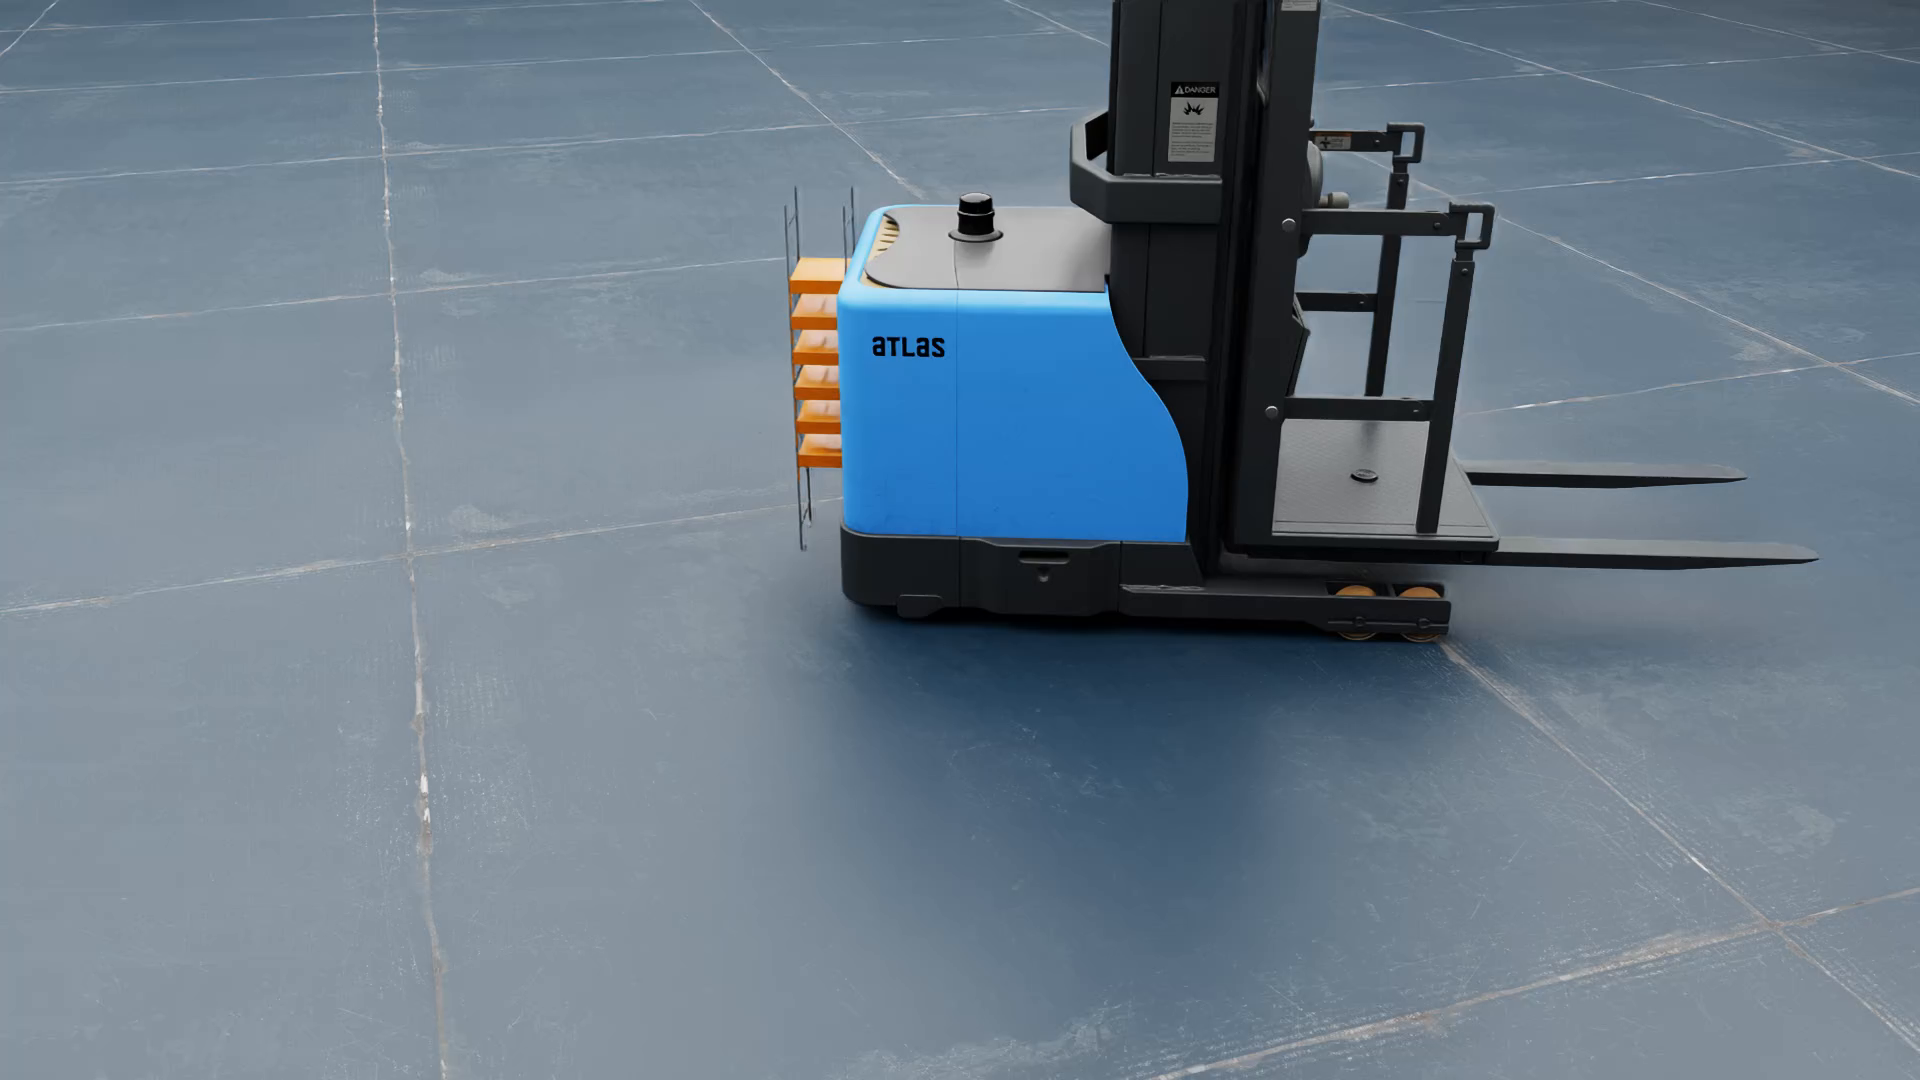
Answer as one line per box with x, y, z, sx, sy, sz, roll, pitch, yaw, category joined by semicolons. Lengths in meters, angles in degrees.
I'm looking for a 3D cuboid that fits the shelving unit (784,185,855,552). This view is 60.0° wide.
-0.443;-0.549;5.507;0.189;1.200;0.258;1;26;3;shelving unit

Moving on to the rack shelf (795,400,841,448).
-0.443;-0.402;5.580;0.180;0.103;0.258;1;26;3;rack shelf

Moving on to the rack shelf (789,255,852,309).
-0.443;-0.832;5.366;0.180;0.103;0.258;1;26;3;rack shelf

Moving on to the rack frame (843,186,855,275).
-0.352;-0.547;5.502;0.006;1.200;0.240;1;26;3;rack frame

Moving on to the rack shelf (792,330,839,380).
-0.443;-0.617;5.473;0.180;0.103;0.258;1;26;3;rack shelf

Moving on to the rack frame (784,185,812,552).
-0.535;-0.551;5.511;0.006;1.200;0.240;1;26;3;rack frame

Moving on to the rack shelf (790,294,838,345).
-0.443;-0.724;5.420;0.180;0.103;0.258;1;26;3;rack shelf

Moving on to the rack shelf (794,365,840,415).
-0.443;-0.509;5.526;0.180;0.103;0.258;1;26;3;rack shelf

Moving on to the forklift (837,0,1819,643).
1.164;-1.242;4.956;3.031;2.935;1.130;1;26;3;forklift

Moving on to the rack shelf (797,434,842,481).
-0.443;-0.294;5.633;0.180;0.103;0.258;1;26;3;rack shelf
